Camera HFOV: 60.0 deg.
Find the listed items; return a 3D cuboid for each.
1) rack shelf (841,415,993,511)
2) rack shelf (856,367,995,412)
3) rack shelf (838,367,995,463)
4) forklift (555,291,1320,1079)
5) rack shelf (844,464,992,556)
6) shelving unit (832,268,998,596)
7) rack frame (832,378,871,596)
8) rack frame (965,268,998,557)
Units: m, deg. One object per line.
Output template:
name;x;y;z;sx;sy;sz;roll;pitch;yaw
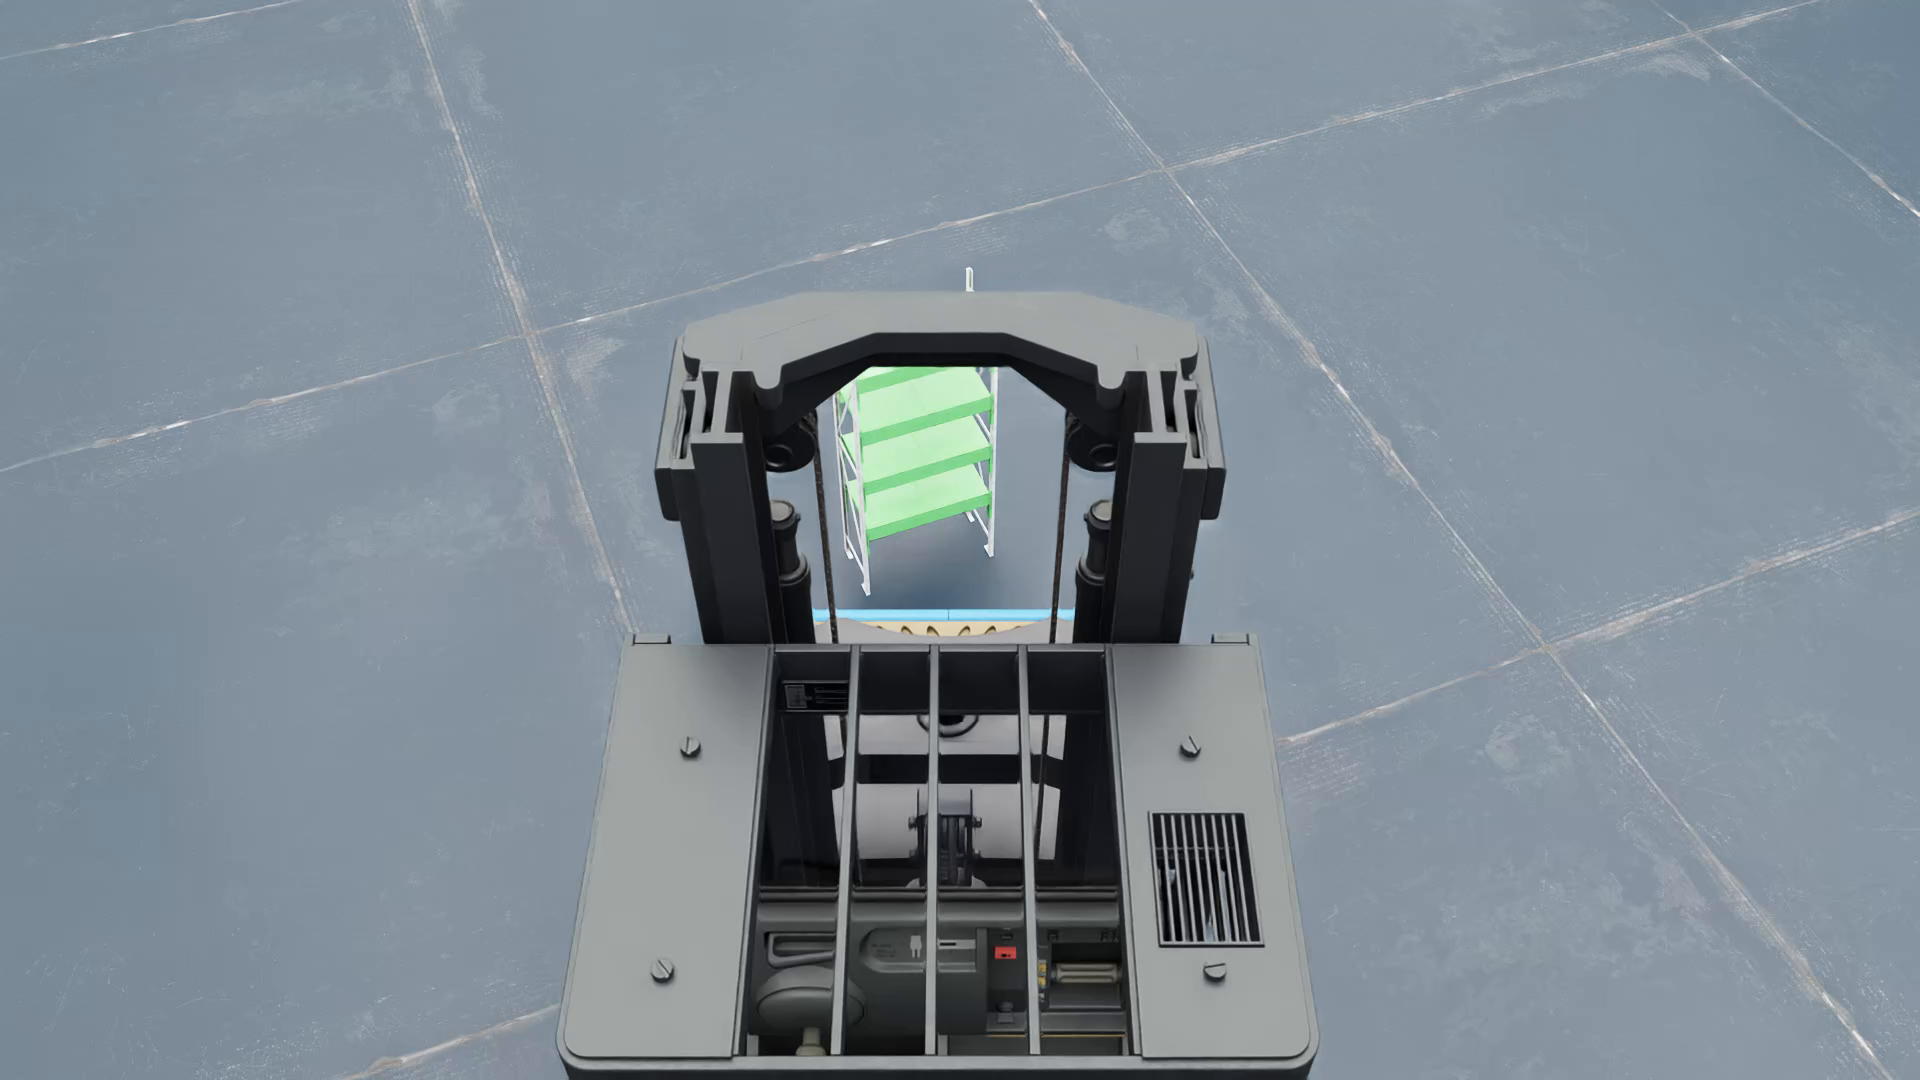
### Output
rack shelf;-0.153;-0.302;5.803;0.480;0.148;0.258;-17;52;-14
rack shelf;-0.153;-0.615;5.438;0.480;0.148;0.258;-17;52;-14
rack shelf;-0.153;-0.458;5.620;0.480;0.148;0.258;-17;52;-14
forklift;-0.032;1.060;3.408;1.130;2.935;3.031;0;49;0
rack shelf;-0.153;-0.145;5.985;0.480;0.148;0.258;-17;52;-14
shelving unit;-0.153;-0.343;5.754;0.503;1.200;0.258;-17;52;-14
rack frame;-0.379;-0.273;5.694;0.015;1.200;0.240;-17;52;-14
rack frame;0.073;-0.413;5.814;0.015;1.200;0.240;-17;52;-14
